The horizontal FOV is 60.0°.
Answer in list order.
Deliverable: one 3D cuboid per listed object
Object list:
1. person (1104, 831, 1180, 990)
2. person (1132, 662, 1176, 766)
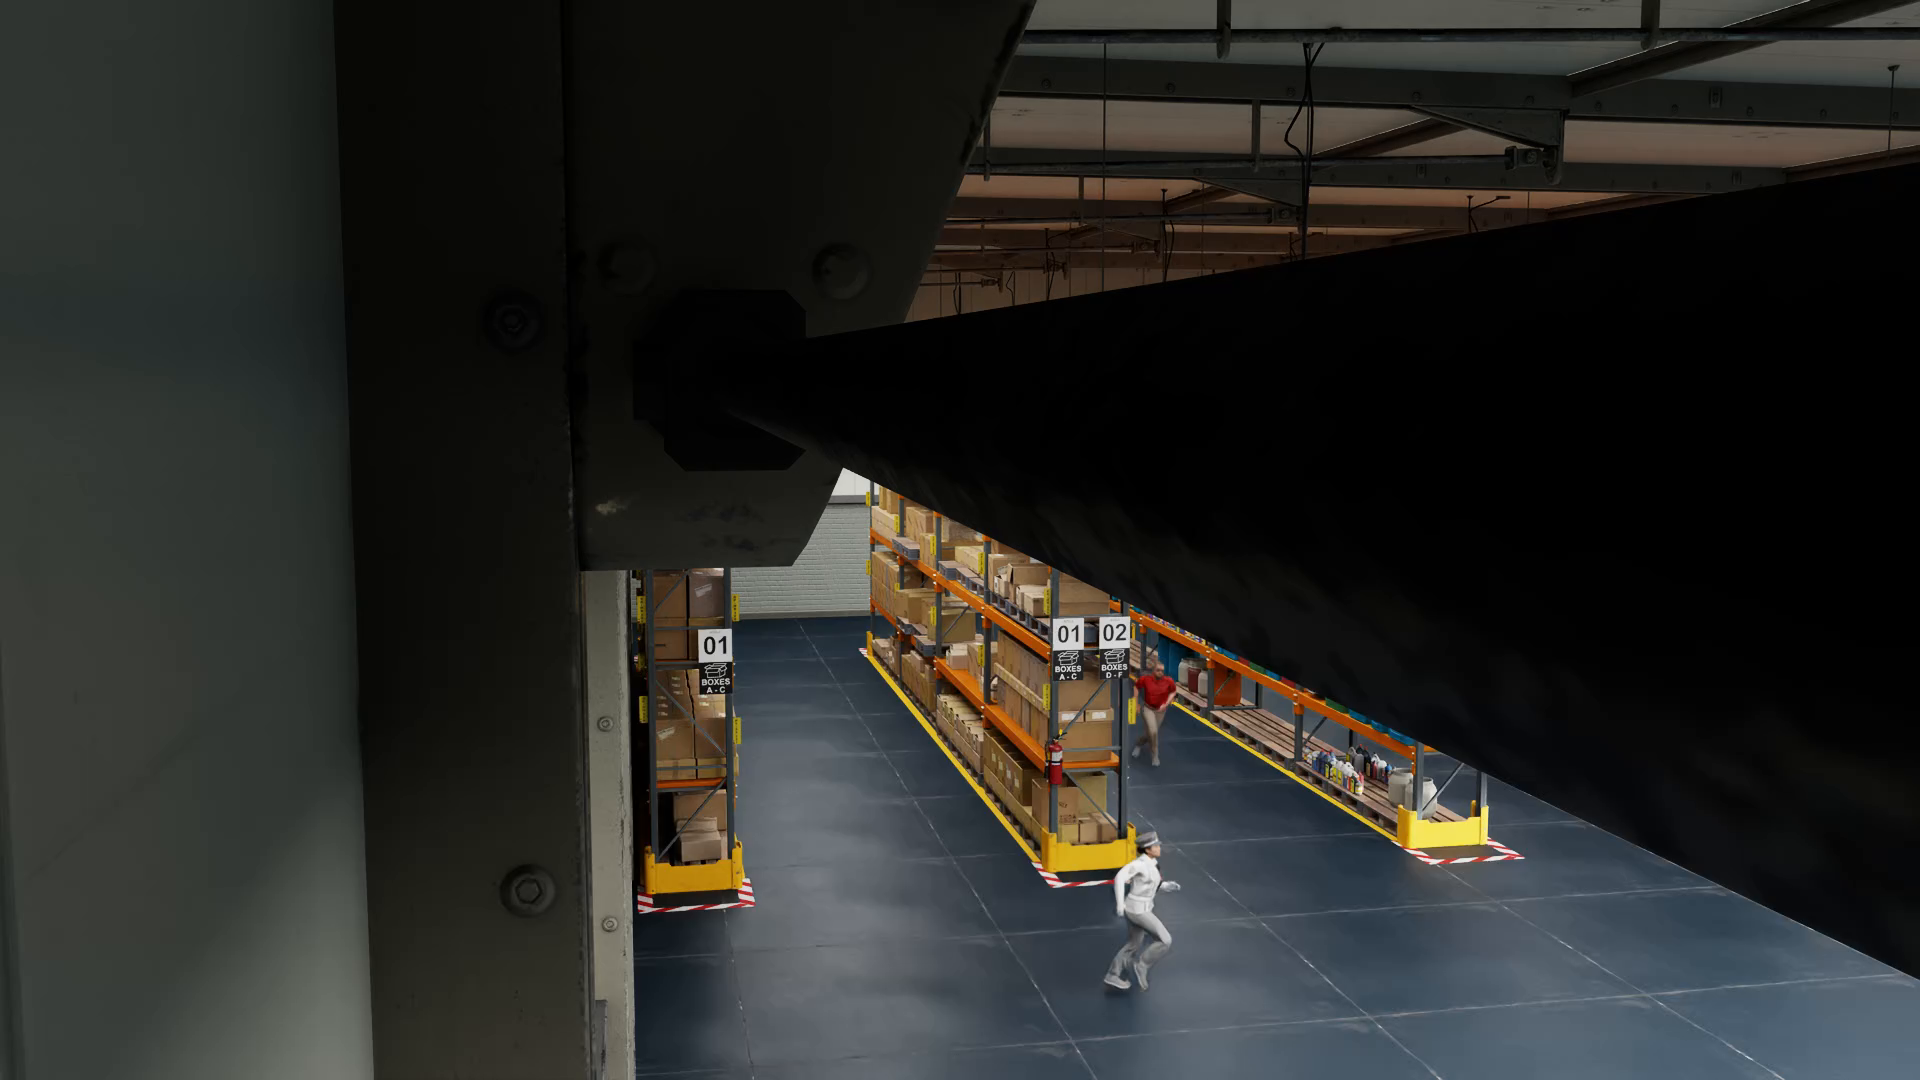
[{"bbox_3d":[1.838,3.738,16.763,0.750,1.643,0.643,2,6,16],"label":"person"},{"bbox_3d":[3.087,2.752,26.705,0.665,1.703,0.829,-1,6,-13],"label":"person"}]
